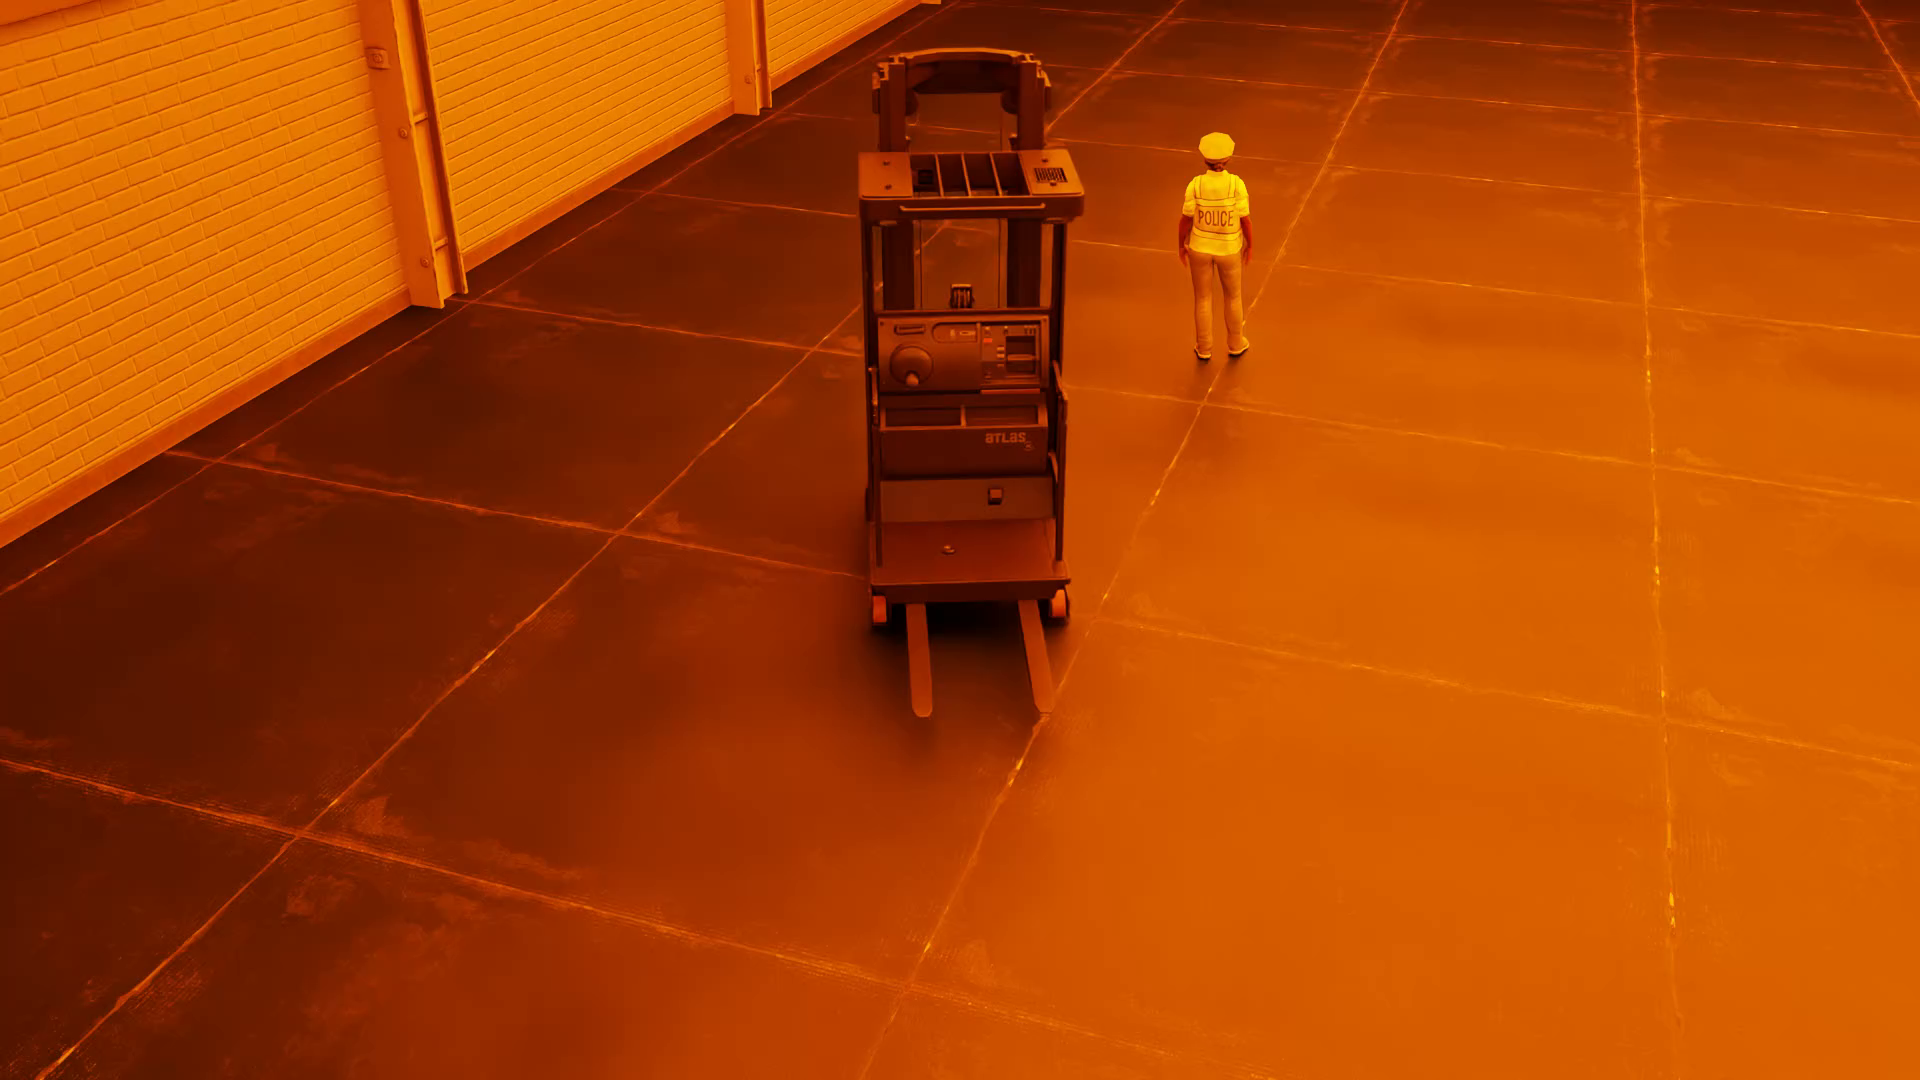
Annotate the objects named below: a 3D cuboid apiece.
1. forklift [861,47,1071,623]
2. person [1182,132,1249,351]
[{"bbox_3d":[0.035,-0.972,8.842,1.130,2.935,3.031,-2,30,-3],"label":"forklift"},{"bbox_3d":[1.857,-2.141,12.060,0.511,1.631,0.393,6,30,11],"label":"person"}]
